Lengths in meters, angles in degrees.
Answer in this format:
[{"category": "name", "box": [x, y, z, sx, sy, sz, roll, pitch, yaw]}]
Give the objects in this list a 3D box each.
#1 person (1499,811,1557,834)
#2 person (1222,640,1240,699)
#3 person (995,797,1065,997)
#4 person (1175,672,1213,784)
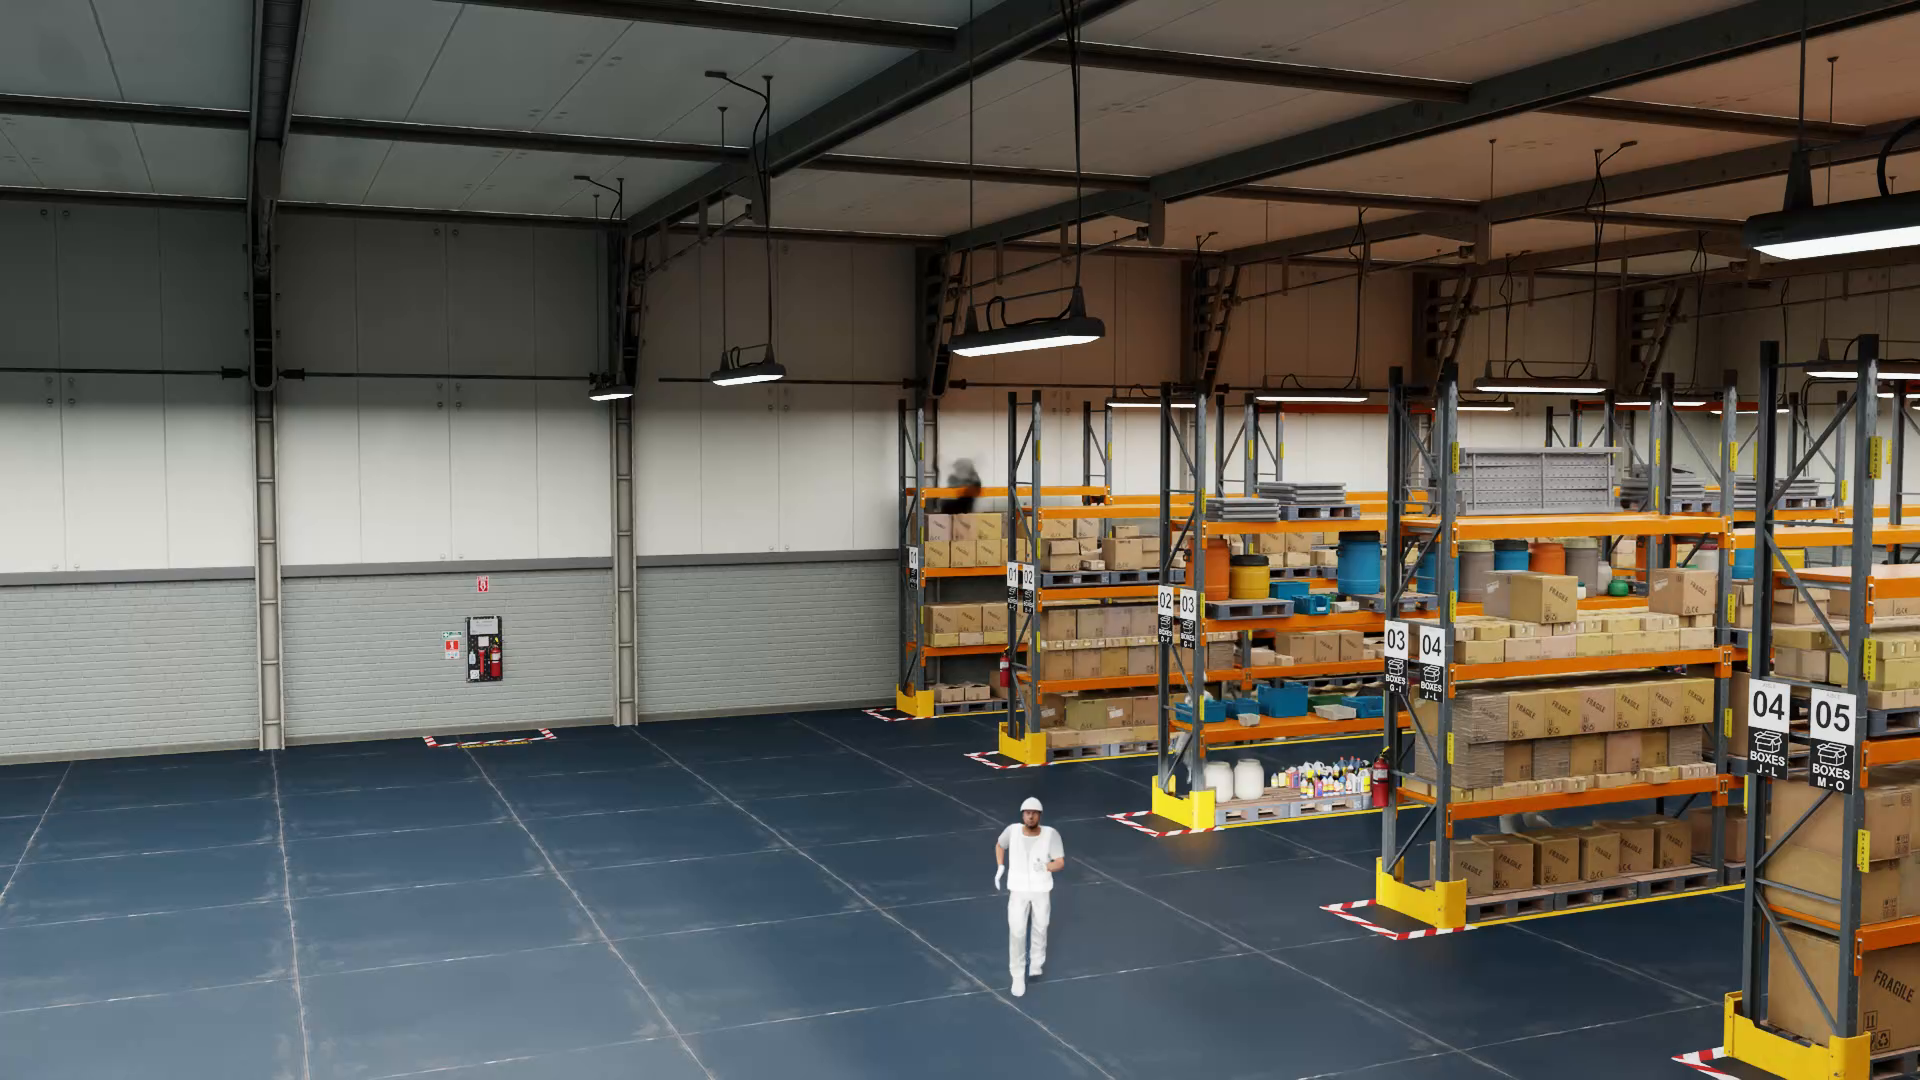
[{"category": "person", "box": [7.020, 3.058, 20.704, 0.944, 1.755, 0.673, -1, 4, -24]}, {"category": "person", "box": [4.954, 2.519, 30.670, 0.844, 1.711, 0.543, -1, 4, -22]}, {"category": "person", "box": [0.660, 3.351, 15.733, 0.657, 1.843, 0.768, 0, 3, 2]}, {"category": "person", "box": [3.510, 2.819, 24.931, 0.651, 1.736, 0.639, -2, 4, -36]}]
